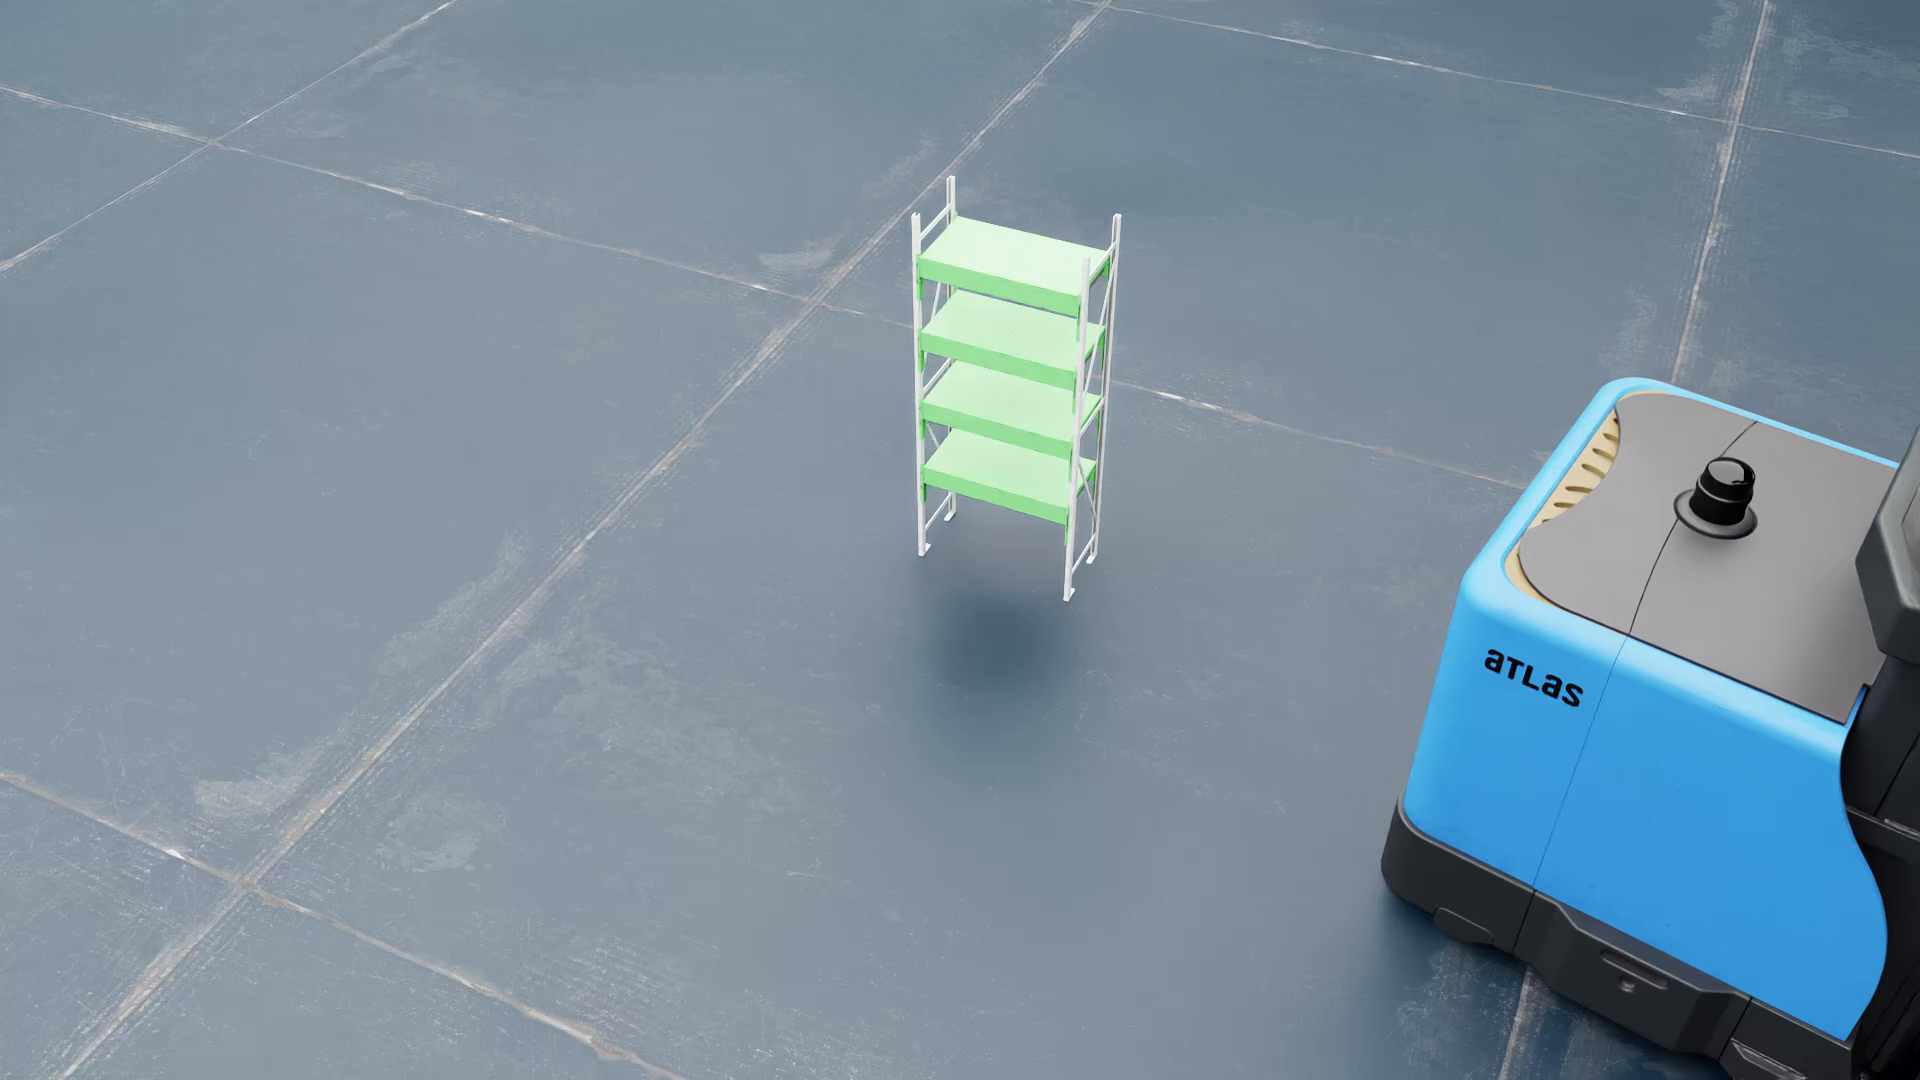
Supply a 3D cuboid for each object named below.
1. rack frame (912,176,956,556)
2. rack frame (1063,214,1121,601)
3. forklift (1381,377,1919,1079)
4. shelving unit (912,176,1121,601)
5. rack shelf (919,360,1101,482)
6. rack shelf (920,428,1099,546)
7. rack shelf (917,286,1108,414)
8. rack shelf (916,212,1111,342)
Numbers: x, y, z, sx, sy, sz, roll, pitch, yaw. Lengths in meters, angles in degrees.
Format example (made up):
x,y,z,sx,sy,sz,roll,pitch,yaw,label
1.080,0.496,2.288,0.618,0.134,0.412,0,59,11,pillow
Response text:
x,y,z,sx,sy,sz,roll,pitch,yaw,label
-0.071,-0.475,4.882,0.015,1.200,0.240,17,44,19,rack frame
0.371,-0.340,4.726,0.015,1.200,0.240,17,44,19,rack frame
2.551,0.099,2.898,3.031,2.935,1.130,25,47,26,forklift
0.150,-0.408,4.804,0.503,1.200,0.258,17,44,19,shelving unit
0.150,-0.359,4.846,0.480,0.148,0.258,17,44,19,rack shelf
0.150,-0.178,5.003,0.480,0.148,0.258,17,44,19,rack shelf
0.150,-0.541,4.689,0.480,0.148,0.258,17,44,19,rack shelf
0.150,-0.722,4.532,0.480,0.148,0.258,17,44,19,rack shelf
